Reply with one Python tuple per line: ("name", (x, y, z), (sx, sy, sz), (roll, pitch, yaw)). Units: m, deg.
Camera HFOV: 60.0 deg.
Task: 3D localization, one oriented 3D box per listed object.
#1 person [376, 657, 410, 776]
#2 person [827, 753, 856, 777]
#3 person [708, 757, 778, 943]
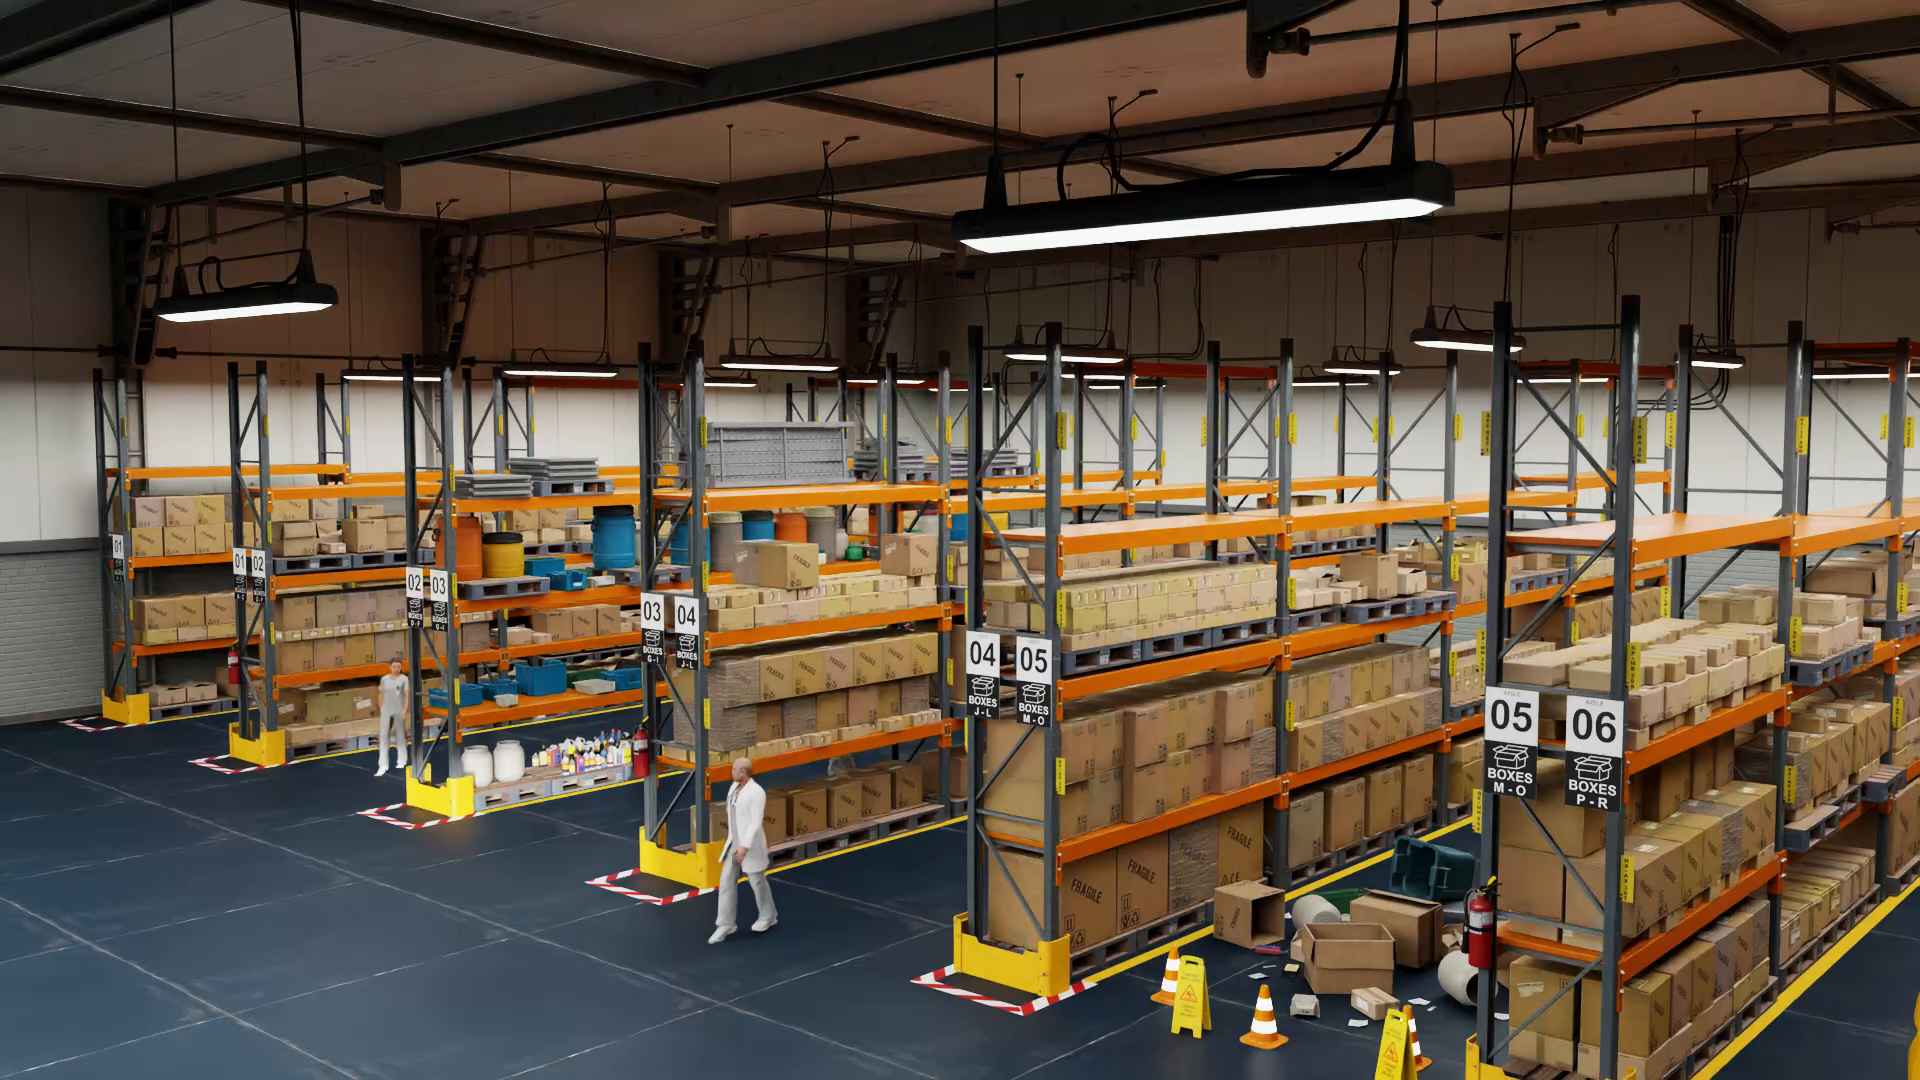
("person", (-8.284, 2.563, 24.302), (0.466, 1.680, 0.773), (-1, 4, -9))
("person", (-1.725, 2.597, 22.666), (0.899, 1.743, 0.570), (-3, 5, -36))
("person", (-2.179, 3.126, 16.574), (0.593, 1.737, 0.803), (4, 6, 43))
